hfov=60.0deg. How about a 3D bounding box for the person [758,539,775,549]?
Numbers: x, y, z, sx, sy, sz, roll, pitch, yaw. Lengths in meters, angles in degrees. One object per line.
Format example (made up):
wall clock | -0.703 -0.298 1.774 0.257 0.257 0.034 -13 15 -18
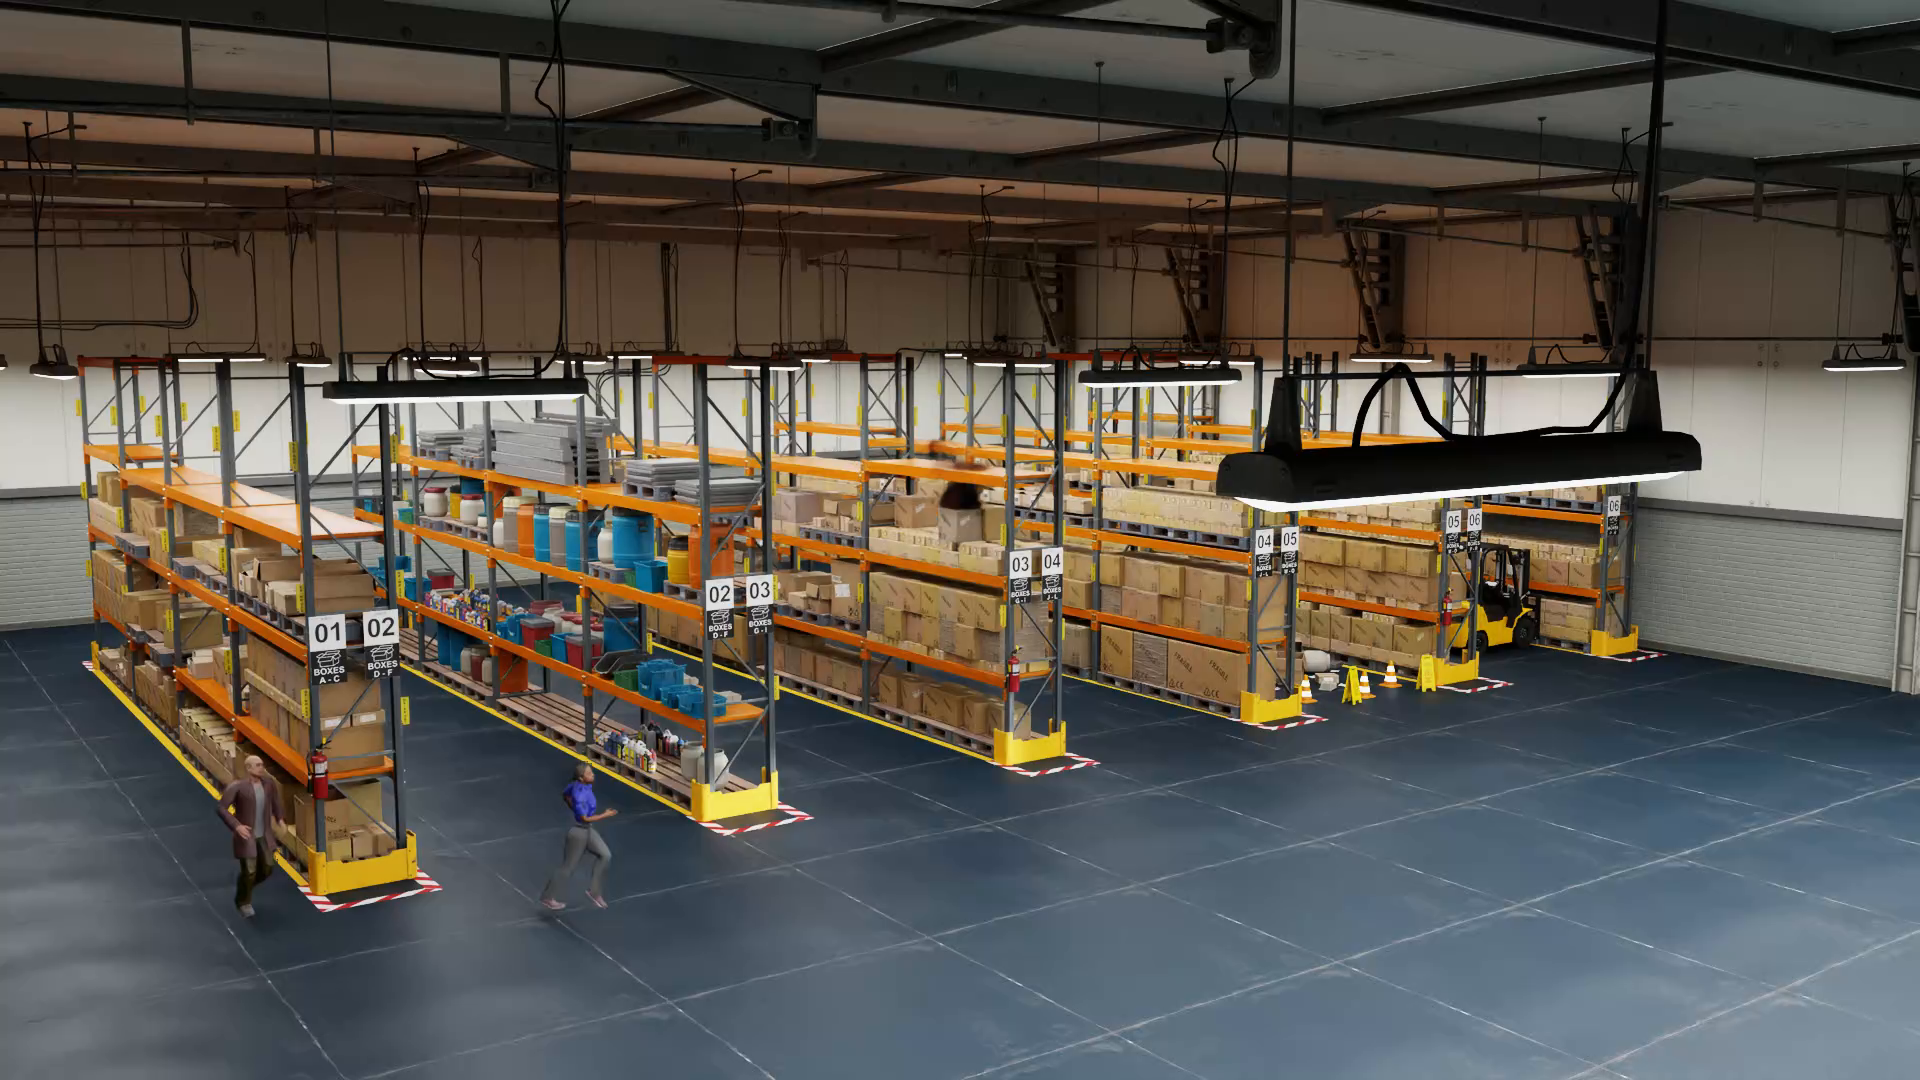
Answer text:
person | -4.850 0.485 41.548 0.636 1.646 0.575 5 8 34

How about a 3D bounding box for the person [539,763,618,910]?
person | -4.219 3.293 18.416 0.874 1.691 0.588 -1 7 -4

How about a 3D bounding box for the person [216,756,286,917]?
person | -7.821 3.255 18.427 0.570 1.731 0.784 5 9 36
